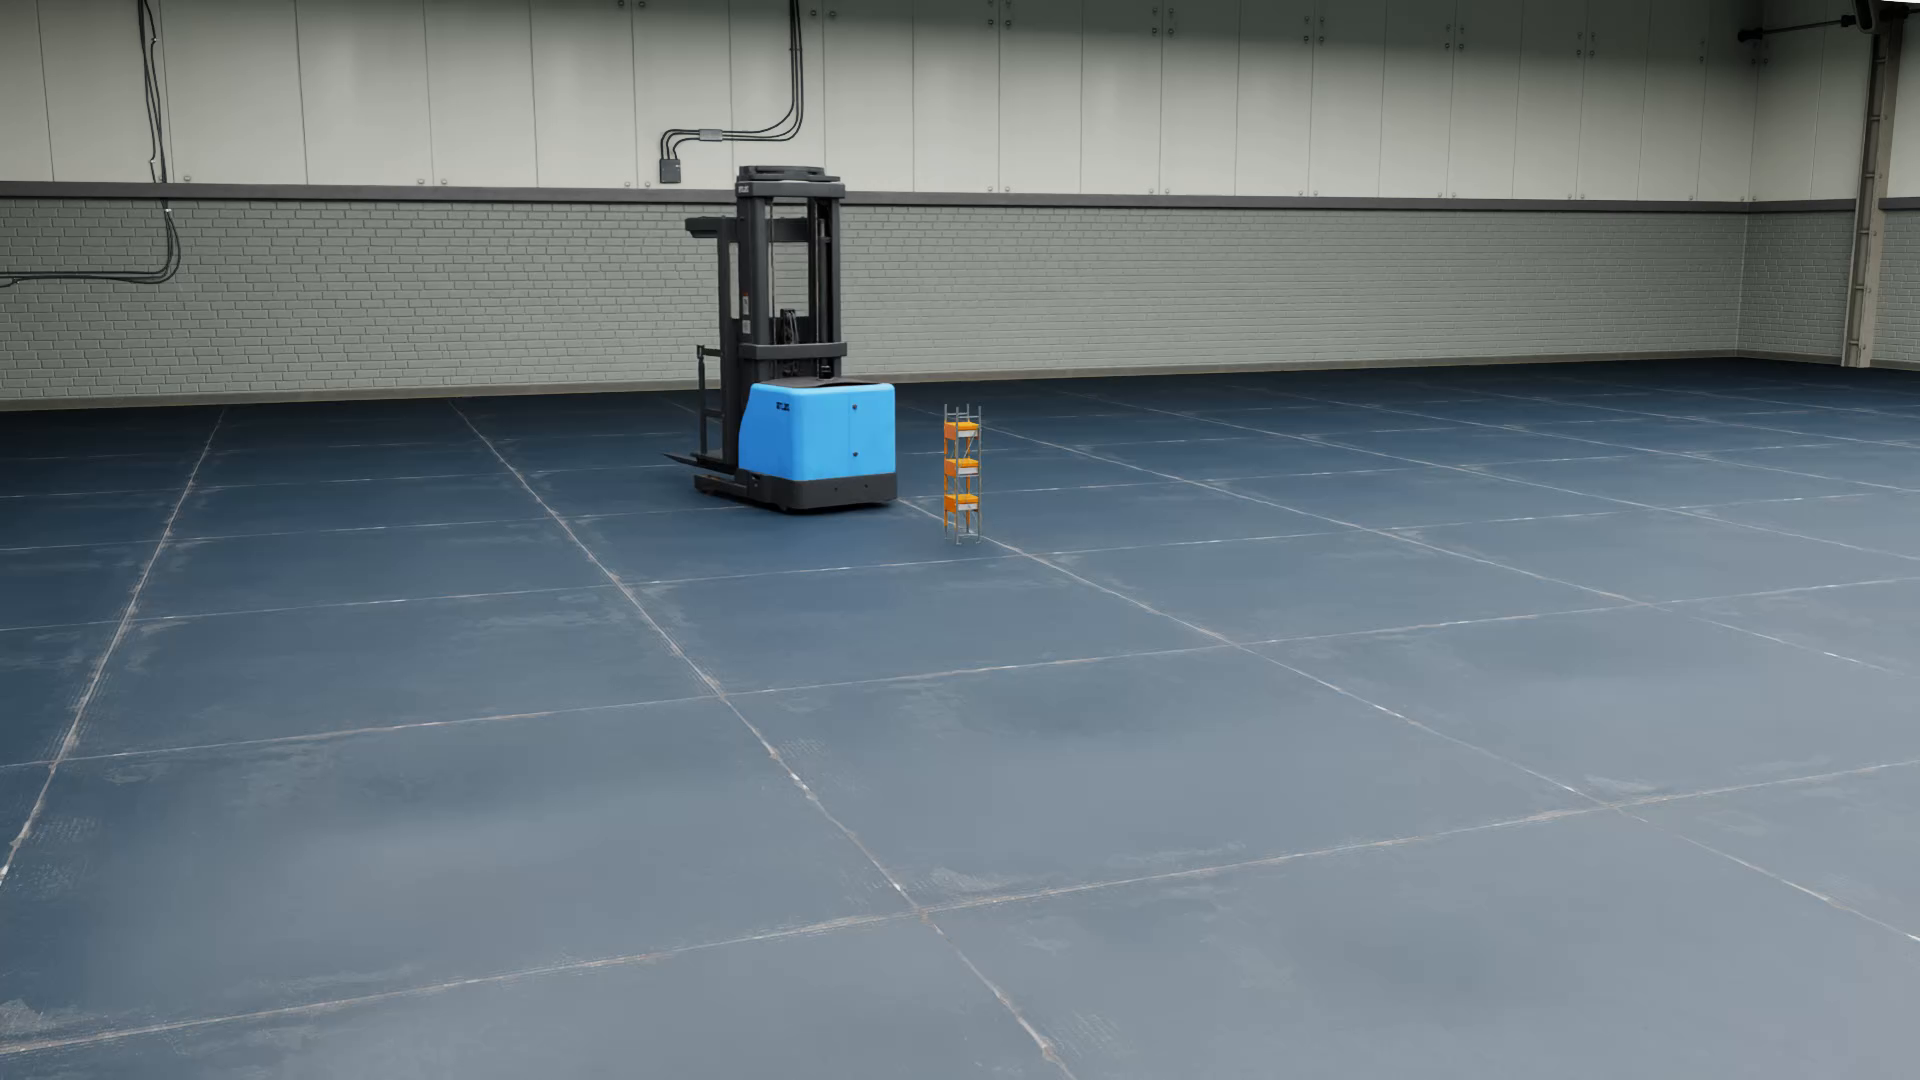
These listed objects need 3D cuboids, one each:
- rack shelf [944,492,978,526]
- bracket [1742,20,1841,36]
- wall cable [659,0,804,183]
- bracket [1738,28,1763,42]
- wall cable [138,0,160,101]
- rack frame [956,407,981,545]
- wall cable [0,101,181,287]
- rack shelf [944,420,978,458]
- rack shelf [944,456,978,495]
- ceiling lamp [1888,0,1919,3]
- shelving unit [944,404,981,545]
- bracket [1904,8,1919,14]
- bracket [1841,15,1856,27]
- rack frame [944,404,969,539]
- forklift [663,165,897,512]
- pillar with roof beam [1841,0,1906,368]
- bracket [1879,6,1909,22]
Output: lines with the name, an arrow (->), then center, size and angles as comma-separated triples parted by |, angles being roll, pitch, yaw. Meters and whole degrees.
rack shelf -> 0.019, -0.224, 12.830 | 0.215, 0.259, 0.240 | -4, 11, -21
bracket -> 15.692, -9.793, 32.003 | 0.076, 0.066, 3.189 | -4, 11, -21
wall cable -> -3.522, -8.525, 25.443 | 2.305, 6.003, 0.169 | -4, 11, -21
bracket -> 15.478, -9.890, 32.545 | 0.235, 0.232, 0.430 | -4, 11, -21
wall cable -> -9.855, -7.381, 23.163 | 3.097, 2.526, 0.112 | -4, 11, -21
rack frame -> 0.064, -0.488, 12.667 | 0.200, 1.050, 0.008 | -4, 11, -21
wall cable -> -12.376, -4.722, 22.640 | 3.097, 2.526, 0.112 | -4, 11, -21
rack shelf -> 0.019, -0.777, 12.731 | 0.215, 0.259, 0.240 | -4, 11, -21
rack shelf -> 0.019, -0.498, 12.781 | 0.215, 0.259, 0.240 | -4, 11, -21
ceiling lamp -> 13.595, -9.634, 24.601 | 2.000, 3.144, 0.800 | -4, 11, -21
shelving unit -> 0.019, -0.508, 12.779 | 0.215, 1.050, 0.252 | -4, 11, -21
bracket -> 17.571, -8.947, 27.244 | 0.076, 0.066, 4.783 | -4, 11, -21
bracket -> 16.337, -9.503, 30.370 | 0.235, 0.232, 0.430 | -4, 11, -21
rack frame -> -0.025, -0.528, 12.891 | 0.200, 1.050, 0.008 | -4, 11, -21
forklift -> -1.803, -1.895, 15.203 | 1.130, 2.935, 3.031 | -7, 12, -34
pillar with roof beam -> 12.806, -7.412, 28.895 | 9.100, 9.000, 0.548 | -4, 11, -21
bracket -> 16.638, -9.367, 29.608 | 0.235, 0.232, 0.430 | -4, 11, -21
